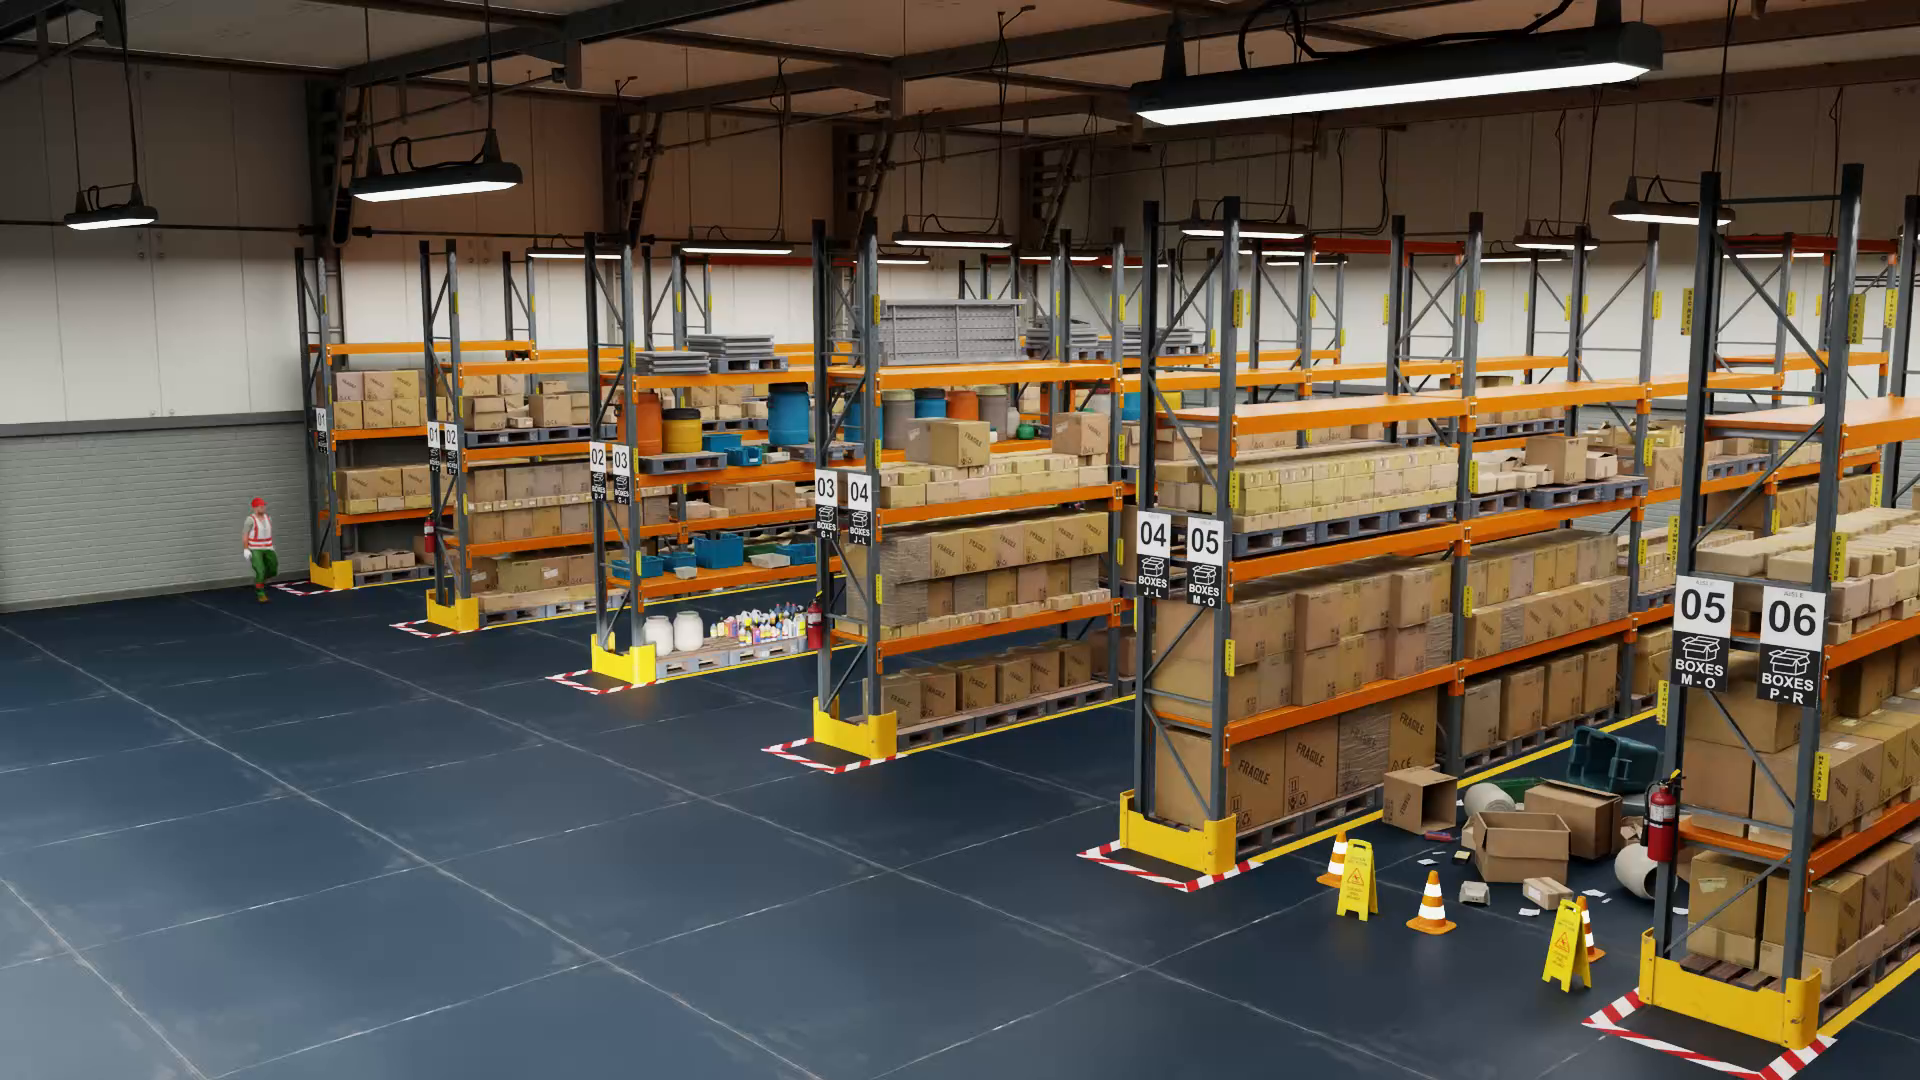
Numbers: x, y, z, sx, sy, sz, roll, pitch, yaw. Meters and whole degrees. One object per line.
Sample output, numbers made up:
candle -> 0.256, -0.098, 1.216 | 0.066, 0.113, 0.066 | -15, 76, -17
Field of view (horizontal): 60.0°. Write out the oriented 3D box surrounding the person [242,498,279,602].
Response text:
person -> -11.910, 0.152, 28.214 | 0.610, 1.762, 0.661 | -8, 11, -42

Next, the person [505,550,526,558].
person -> -8.139, -0.162, 30.523 | 0.680, 1.808, 0.468 | -3, 9, -18
